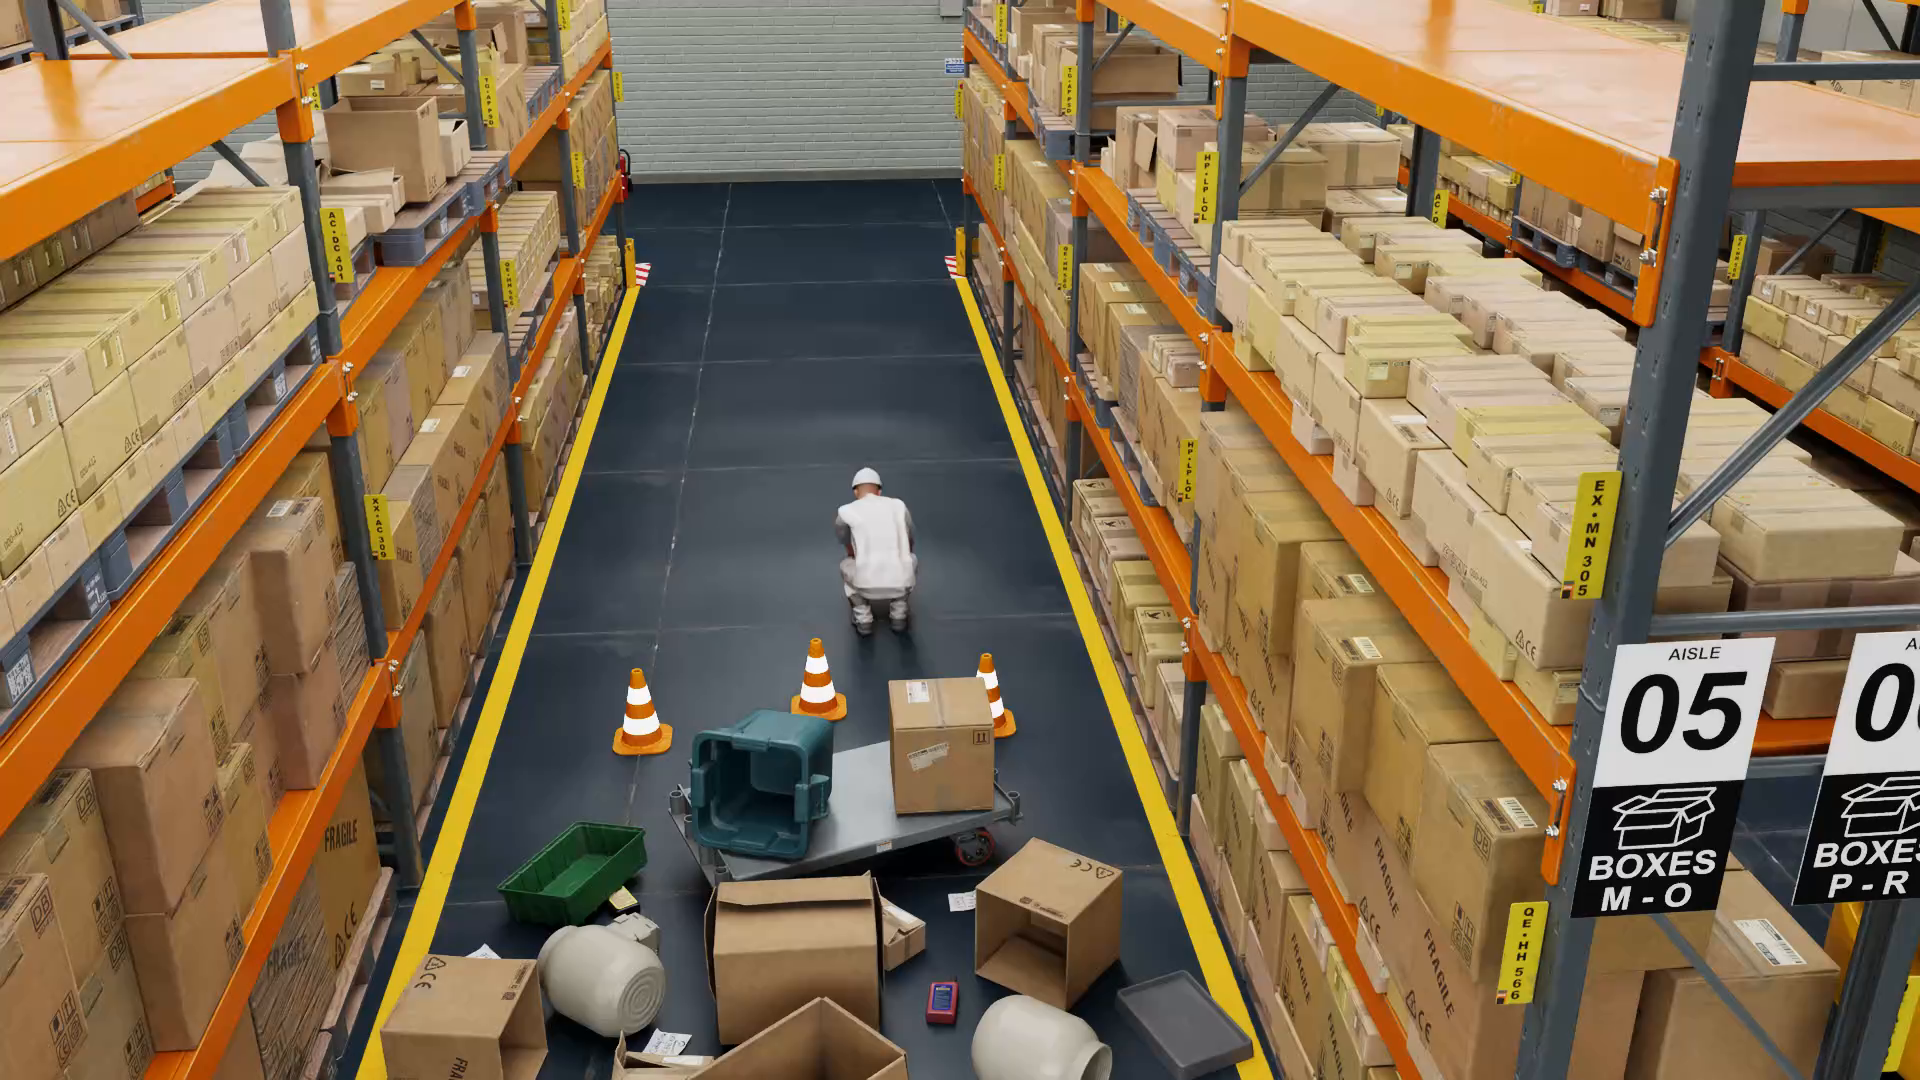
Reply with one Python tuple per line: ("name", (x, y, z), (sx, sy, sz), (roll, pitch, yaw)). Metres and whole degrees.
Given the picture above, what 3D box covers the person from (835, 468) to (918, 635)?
("person", (-0.555, 0.073, 11.145), (0.549, 0.990, 0.870), (-2, 24, -5))
